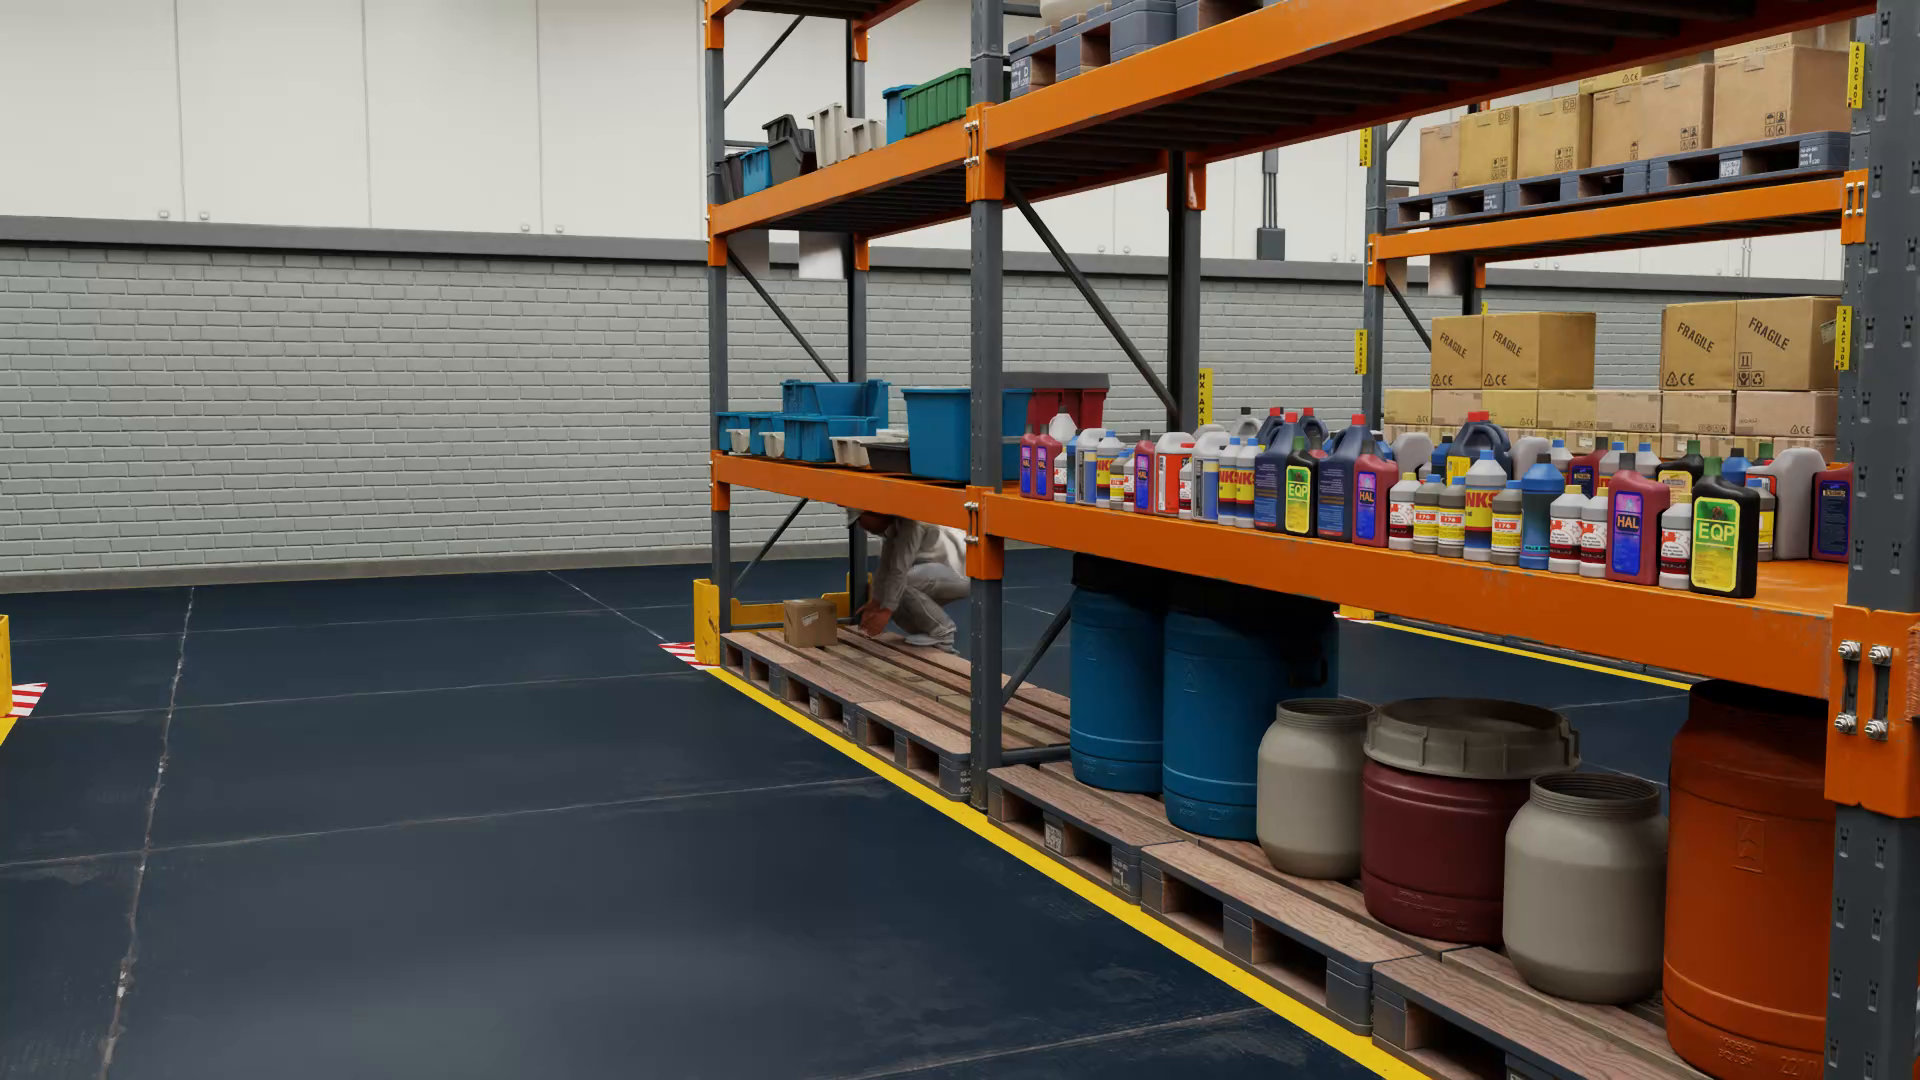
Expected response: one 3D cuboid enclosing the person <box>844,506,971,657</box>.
[{"bbox_3d":[-0.243,0.243,9.814,0.874,1.161,0.568,-1,5,-7],"label":"person"}]
